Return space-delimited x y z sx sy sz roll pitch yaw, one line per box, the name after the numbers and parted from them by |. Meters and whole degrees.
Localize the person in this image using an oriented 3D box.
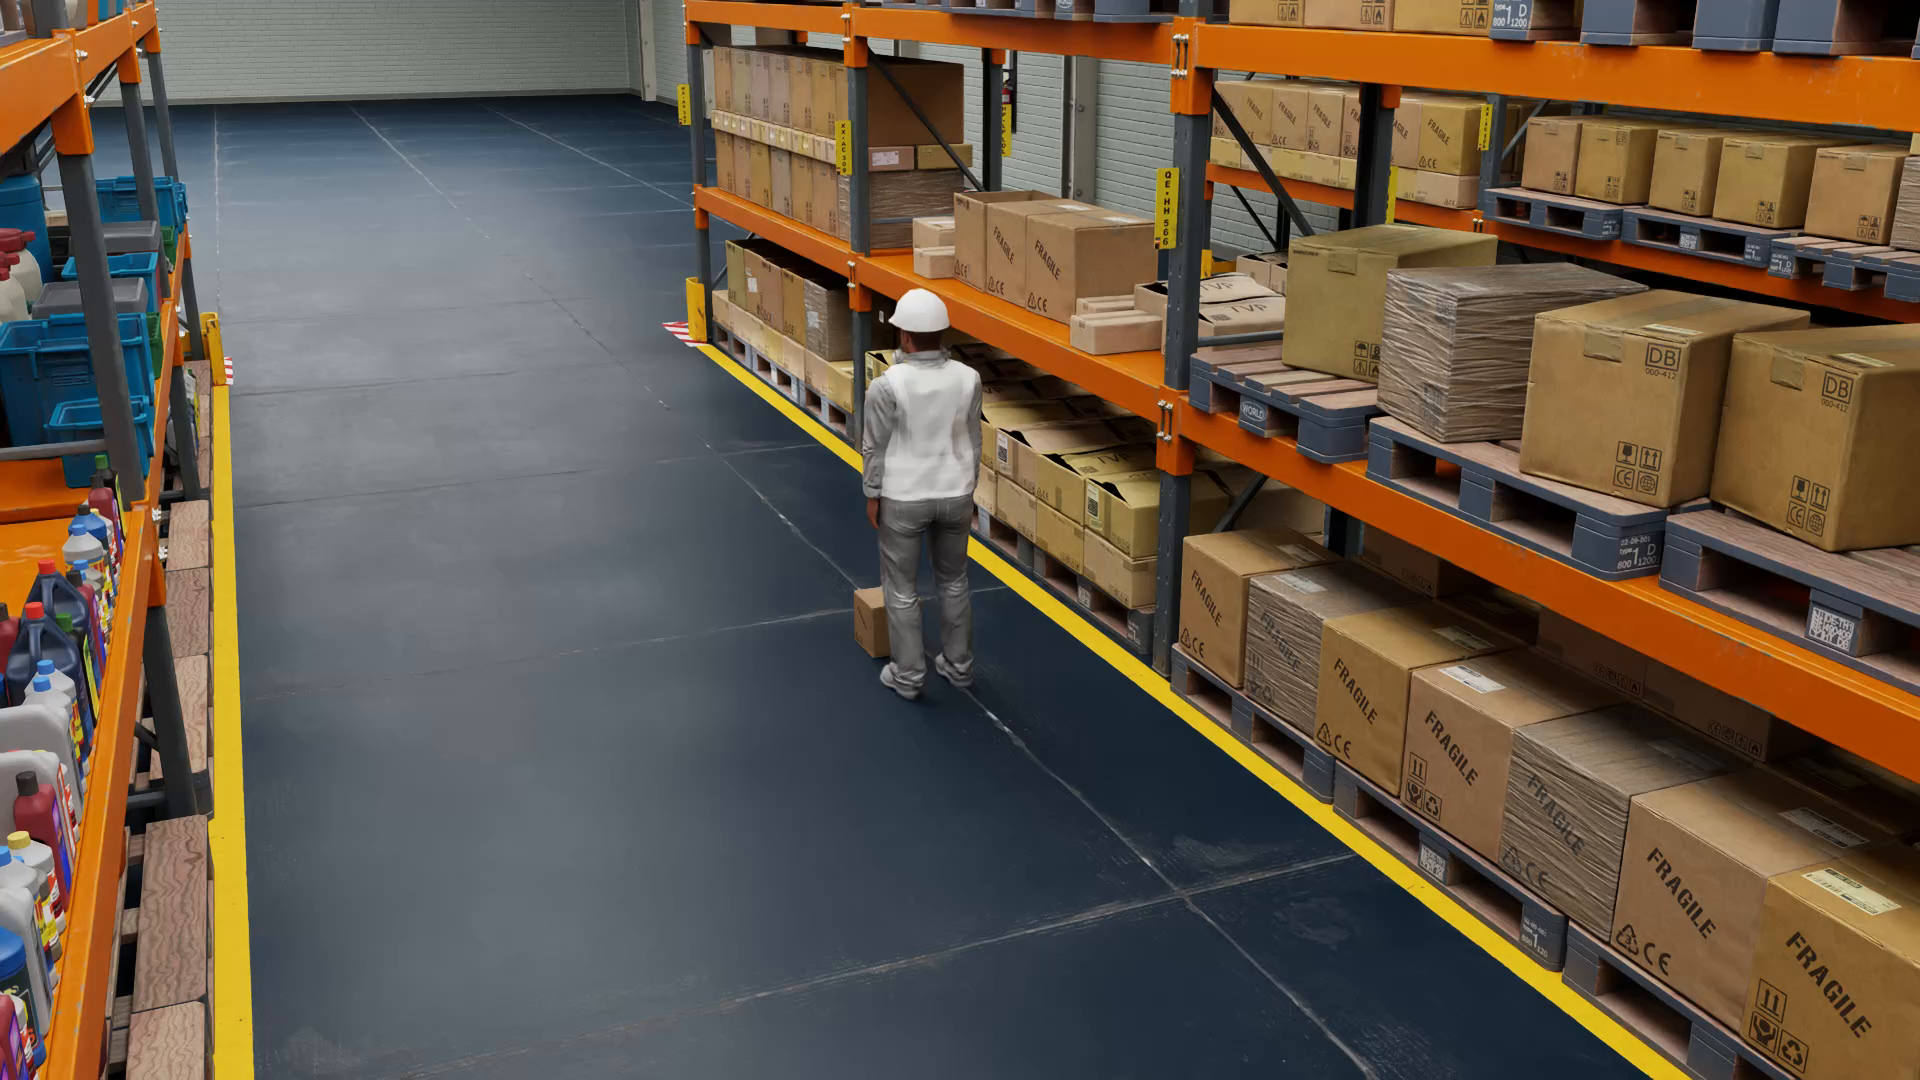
-0.167 -0.196 7.112 0.532 1.766 0.359 -7 20 -20 | person
